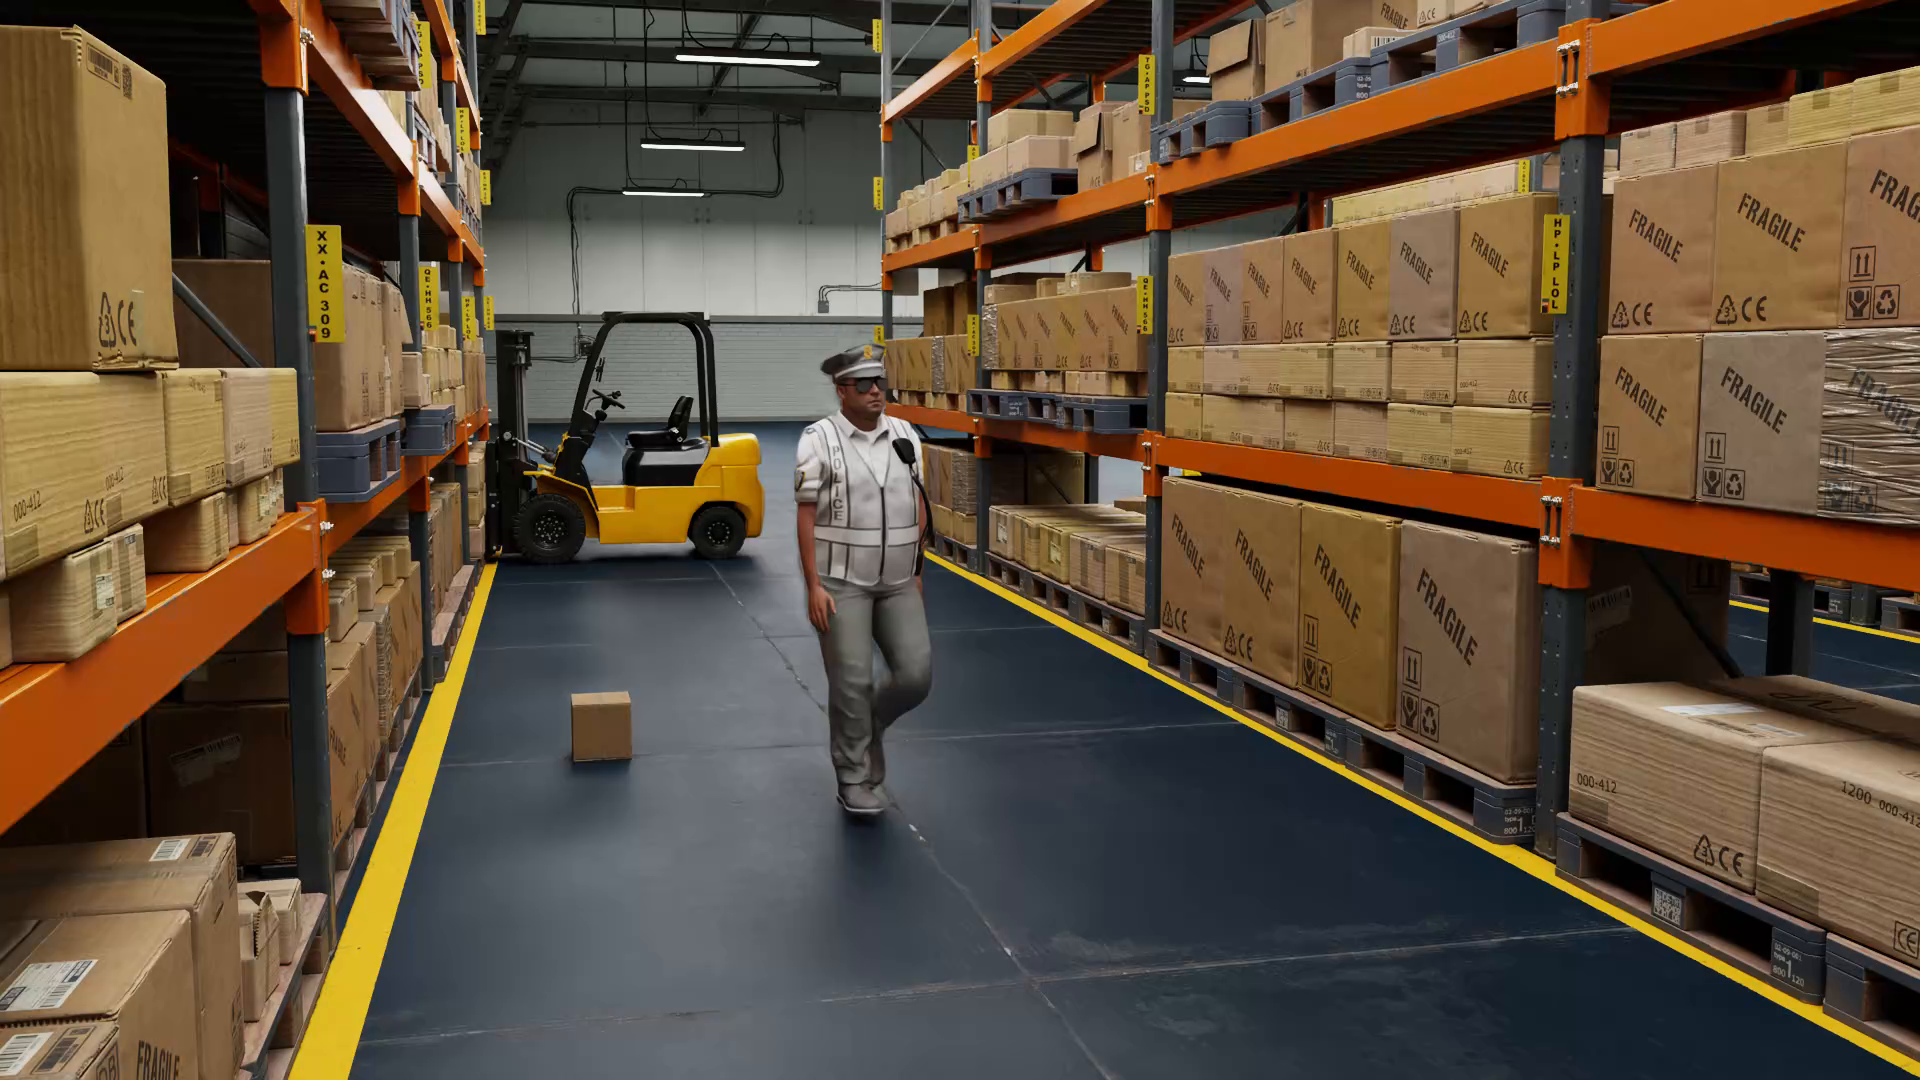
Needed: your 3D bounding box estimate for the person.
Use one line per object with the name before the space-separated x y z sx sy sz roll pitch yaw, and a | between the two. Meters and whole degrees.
person | -0.380 0.133 6.353 0.545 1.754 0.570 -3 7 -27
